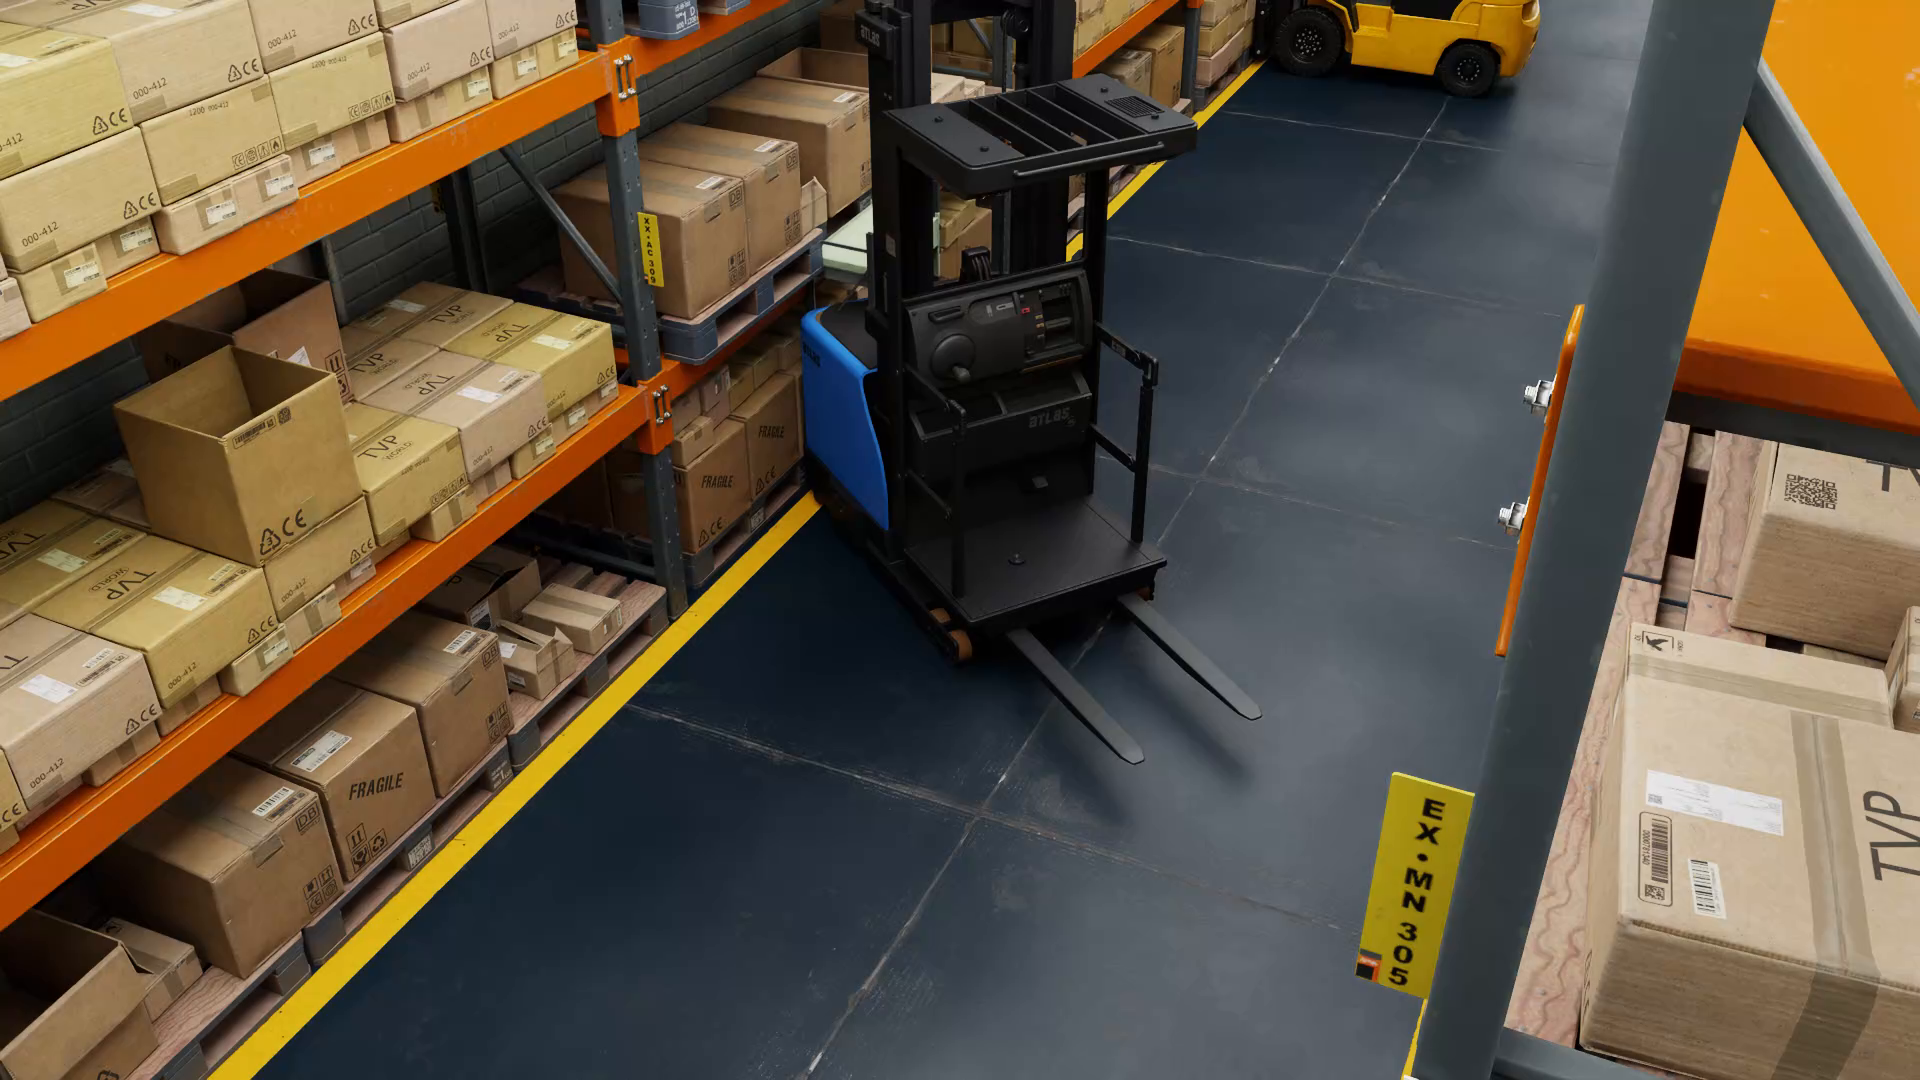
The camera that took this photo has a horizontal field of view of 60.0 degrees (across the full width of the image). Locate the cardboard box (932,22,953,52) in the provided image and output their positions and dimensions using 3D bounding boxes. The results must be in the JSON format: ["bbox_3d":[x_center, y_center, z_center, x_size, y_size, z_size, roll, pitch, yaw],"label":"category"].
[{"bbox_3d":[-0.213,-3.426,10.920,0.500,0.250,0.500,15,36,22],"label":"cardboard box"}]

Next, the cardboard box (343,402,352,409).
[{"bbox_3d":[-2.696,-0.369,6.443,0.500,0.250,0.500,15,36,22],"label":"cardboard box"}]

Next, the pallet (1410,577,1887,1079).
[{"bbox_3d":[1.315,0.540,2.536,1.003,0.211,1.213,14,36,20],"label":"pallet"}]

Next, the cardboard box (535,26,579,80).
[{"bbox_3d":[-1.704,-1.902,6.409,0.380,0.149,0.250,14,36,20],"label":"cardboard box"}]

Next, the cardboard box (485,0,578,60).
[{"bbox_3d":[-1.796,-2.018,6.222,0.500,0.250,0.500,14,36,21],"label":"cardboard box"}]

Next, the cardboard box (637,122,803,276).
[{"bbox_3d":[-1.200,-1.665,8.079,0.700,0.500,0.500,15,36,21],"label":"cardboard box"}]

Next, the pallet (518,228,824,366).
[{"bbox_3d":[-1.389,-1.293,8.161,1.003,0.211,1.213,14,36,20],"label":"pallet"}]

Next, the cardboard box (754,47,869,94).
[{"bbox_3d":[-0.664,-2.355,9.130,0.797,0.503,0.637,13,36,19],"label":"cardboard box"}]

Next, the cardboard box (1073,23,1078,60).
[{"bbox_3d":[0.474,-3.344,11.250,0.500,0.250,0.500,13,36,19],"label":"cardboard box"}]

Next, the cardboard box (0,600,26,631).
[{"bbox_3d":[-3.327,0.384,5.294,0.500,0.250,0.500,14,36,21],"label":"cardboard box"}]

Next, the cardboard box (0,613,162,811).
[{"bbox_3d":[-2.850,0.515,5.094,0.500,0.250,0.500,15,36,21],"label":"cardboard box"}]

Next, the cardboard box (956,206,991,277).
[{"bbox_3d":[-0.130,-1.862,10.751,0.500,0.500,0.500,15,36,22],"label":"cardboard box"}]

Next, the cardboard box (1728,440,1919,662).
[{"bbox_3d":[1.686,-0.039,2.946,0.500,0.311,0.500,15,36,21],"label":"cardboard box"}]

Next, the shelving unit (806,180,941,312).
[{"bbox_3d":[-0.451,-1.139,8.989,0.431,1.500,0.755,15,38,21],"label":"shelving unit"}]

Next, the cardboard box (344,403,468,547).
[{"bbox_3d":[-2.230,-0.254,6.267,0.500,0.250,0.500,14,36,20],"label":"cardboard box"}]

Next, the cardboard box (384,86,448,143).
[{"bbox_3d":[-2.037,-1.528,5.838,0.380,0.149,0.250,14,36,20],"label":"cardboard box"}]

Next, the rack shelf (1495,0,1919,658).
[{"bbox_3d":[1.851,-0.908,2.948,1.077,0.370,4.000,14,36,20],"label":"rack shelf"}]

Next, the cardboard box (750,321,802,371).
[{"bbox_3d":[-1.047,-1.061,8.937,0.380,0.149,0.250,14,36,20],"label":"cardboard box"}]

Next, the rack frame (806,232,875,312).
[{"bbox_3d":[-0.610,-0.950,8.719,0.400,1.500,0.023,15,38,21],"label":"rack frame"}]

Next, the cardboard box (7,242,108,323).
[{"bbox_3d":[-2.642,-0.755,4.660,0.380,0.149,0.250,14,36,20],"label":"cardboard box"}]

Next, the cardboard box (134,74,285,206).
[{"bbox_3d":[-2.447,-1.255,5.058,0.500,0.250,0.500,14,36,20],"label":"cardboard box"}]

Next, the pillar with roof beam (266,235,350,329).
[{"bbox_3d":[0.978,-2.381,4.175,9.100,9.000,0.400,14,36,20],"label":"pillar with roof beam"}]

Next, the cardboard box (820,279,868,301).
[{"bbox_3d":[-0.705,-1.436,9.509,0.380,0.149,0.250,12,35,18],"label":"cardboard box"}]

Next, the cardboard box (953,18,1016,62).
[{"bbox_3d":[0.282,-3.298,10.724,0.500,0.250,0.500,14,36,20],"label":"cardboard box"}]

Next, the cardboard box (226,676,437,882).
[{"bbox_3d":[-2.449,0.922,6.505,0.500,0.500,0.500,15,36,21],"label":"cardboard box"}]

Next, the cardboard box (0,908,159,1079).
[{"bbox_3d":[-3.154,1.578,5.502,0.797,0.503,0.637,13,35,19],"label":"cardboard box"}]

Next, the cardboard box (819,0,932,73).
[{"bbox_3d":[-0.506,-2.989,10.099,0.500,0.500,0.500,16,36,23],"label":"cardboard box"}]

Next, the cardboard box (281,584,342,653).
[{"bbox_3d":[-2.433,0.231,5.892,0.380,0.149,0.250,15,36,22],"label":"cardboard box"}]

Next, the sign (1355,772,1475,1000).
[{"bbox_3d":[0.527,0.406,1.924,0.100,0.325,0.005,14,36,20],"label":"sign"}]

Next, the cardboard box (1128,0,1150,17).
[{"bbox_3d":[1.111,-4.119,12.432,0.500,0.250,0.500,14,36,21],"label":"cardboard box"}]

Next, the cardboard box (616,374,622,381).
[{"bbox_3d":[-1.825,-0.783,8.514,0.380,0.149,0.250,14,36,21],"label":"cardboard box"}]

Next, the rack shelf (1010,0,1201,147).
[{"bbox_3d":[0.688,-3.687,12.294,1.077,0.370,4.000,14,36,20],"label":"rack shelf"}]

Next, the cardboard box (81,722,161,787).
[{"bbox_3d":[-2.805,0.609,5.315,0.380,0.149,0.250,15,36,22],"label":"cardboard box"}]

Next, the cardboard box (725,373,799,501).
[{"bbox_3d":[-1.202,-0.587,8.806,0.500,0.500,0.500,14,36,20],"label":"cardboard box"}]

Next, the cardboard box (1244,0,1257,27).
[{"bbox_3d":[2.437,-4.888,15.138,0.500,0.250,0.500,14,36,20],"label":"cardboard box"}]

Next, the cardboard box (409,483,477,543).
[{"bbox_3d":[-2.118,-0.150,6.473,0.380,0.149,0.250,14,36,20],"label":"cardboard box"}]

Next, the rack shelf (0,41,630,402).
[{"bbox_3d":[-2.659,-0.957,5.395,1.077,0.370,4.000,14,36,20],"label":"rack shelf"}]

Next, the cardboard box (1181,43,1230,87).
[{"bbox_3d":[2.028,-4.175,14.506,0.500,0.250,0.500,15,36,21],"label":"cardboard box"}]

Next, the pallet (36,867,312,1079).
[{"bbox_3d":[-3.131,1.723,5.929,1.003,0.211,1.213,14,36,20],"label":"pallet"}]

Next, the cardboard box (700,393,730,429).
[{"bbox_3d":[-1.385,-0.675,8.348,0.380,0.149,0.250,13,35,19],"label":"cardboard box"}]

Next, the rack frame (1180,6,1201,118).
[{"bbox_3d":[1.525,-4.984,13.616,1.000,3.000,0.127,14,36,20],"label":"rack frame"}]

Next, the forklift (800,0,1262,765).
[{"bbox_3d":[0.297,-0.923,7.485,1.130,2.935,3.031,-16,37,-23],"label":"forklift"}]

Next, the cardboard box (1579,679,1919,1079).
[{"bbox_3d":[1.121,0.475,2.217,0.500,0.250,0.500,11,35,16],"label":"cardboard box"}]

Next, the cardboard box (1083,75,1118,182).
[{"bbox_3d":[0.672,-3.145,12.593,0.875,0.625,0.625,13,35,19],"label":"cardboard box"}]

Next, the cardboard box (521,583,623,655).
[{"bbox_3d":[-1.788,0.362,7.680,0.380,0.149,0.250,13,35,19],"label":"cardboard box"}]

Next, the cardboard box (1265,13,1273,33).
[{"bbox_3d":[2.658,-4.939,15.672,0.500,0.250,0.500,15,36,22],"label":"cardboard box"}]

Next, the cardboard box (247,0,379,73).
[{"bbox_3d":[-2.239,-1.713,5.301,0.500,0.250,0.500,15,36,21],"label":"cardboard box"}]

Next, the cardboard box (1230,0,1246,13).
[{"bbox_3d":[2.235,-4.849,14.623,0.500,0.250,0.500,14,36,21],"label":"cardboard box"}]

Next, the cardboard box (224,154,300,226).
[{"bbox_3d":[-2.322,-1.129,5.230,0.380,0.149,0.250,15,36,21],"label":"cardboard box"}]

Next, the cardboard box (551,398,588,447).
[{"bbox_3d":[-1.815,-0.543,7.072,0.380,0.149,0.250,15,36,22],"label":"cardboard box"}]

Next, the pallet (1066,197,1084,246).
[{"bbox_3d":[0.231,-2.227,11.954,1.003,0.211,1.213,14,36,20],"label":"pallet"}]

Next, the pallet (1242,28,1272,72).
[{"bbox_3d":[2.405,-4.814,15.900,1.003,0.211,1.213,14,36,20],"label":"pallet"}]

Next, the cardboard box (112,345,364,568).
[{"bbox_3d":[-2.434,-0.294,5.645,0.500,0.500,0.500,15,36,22],"label":"cardboard box"}]
